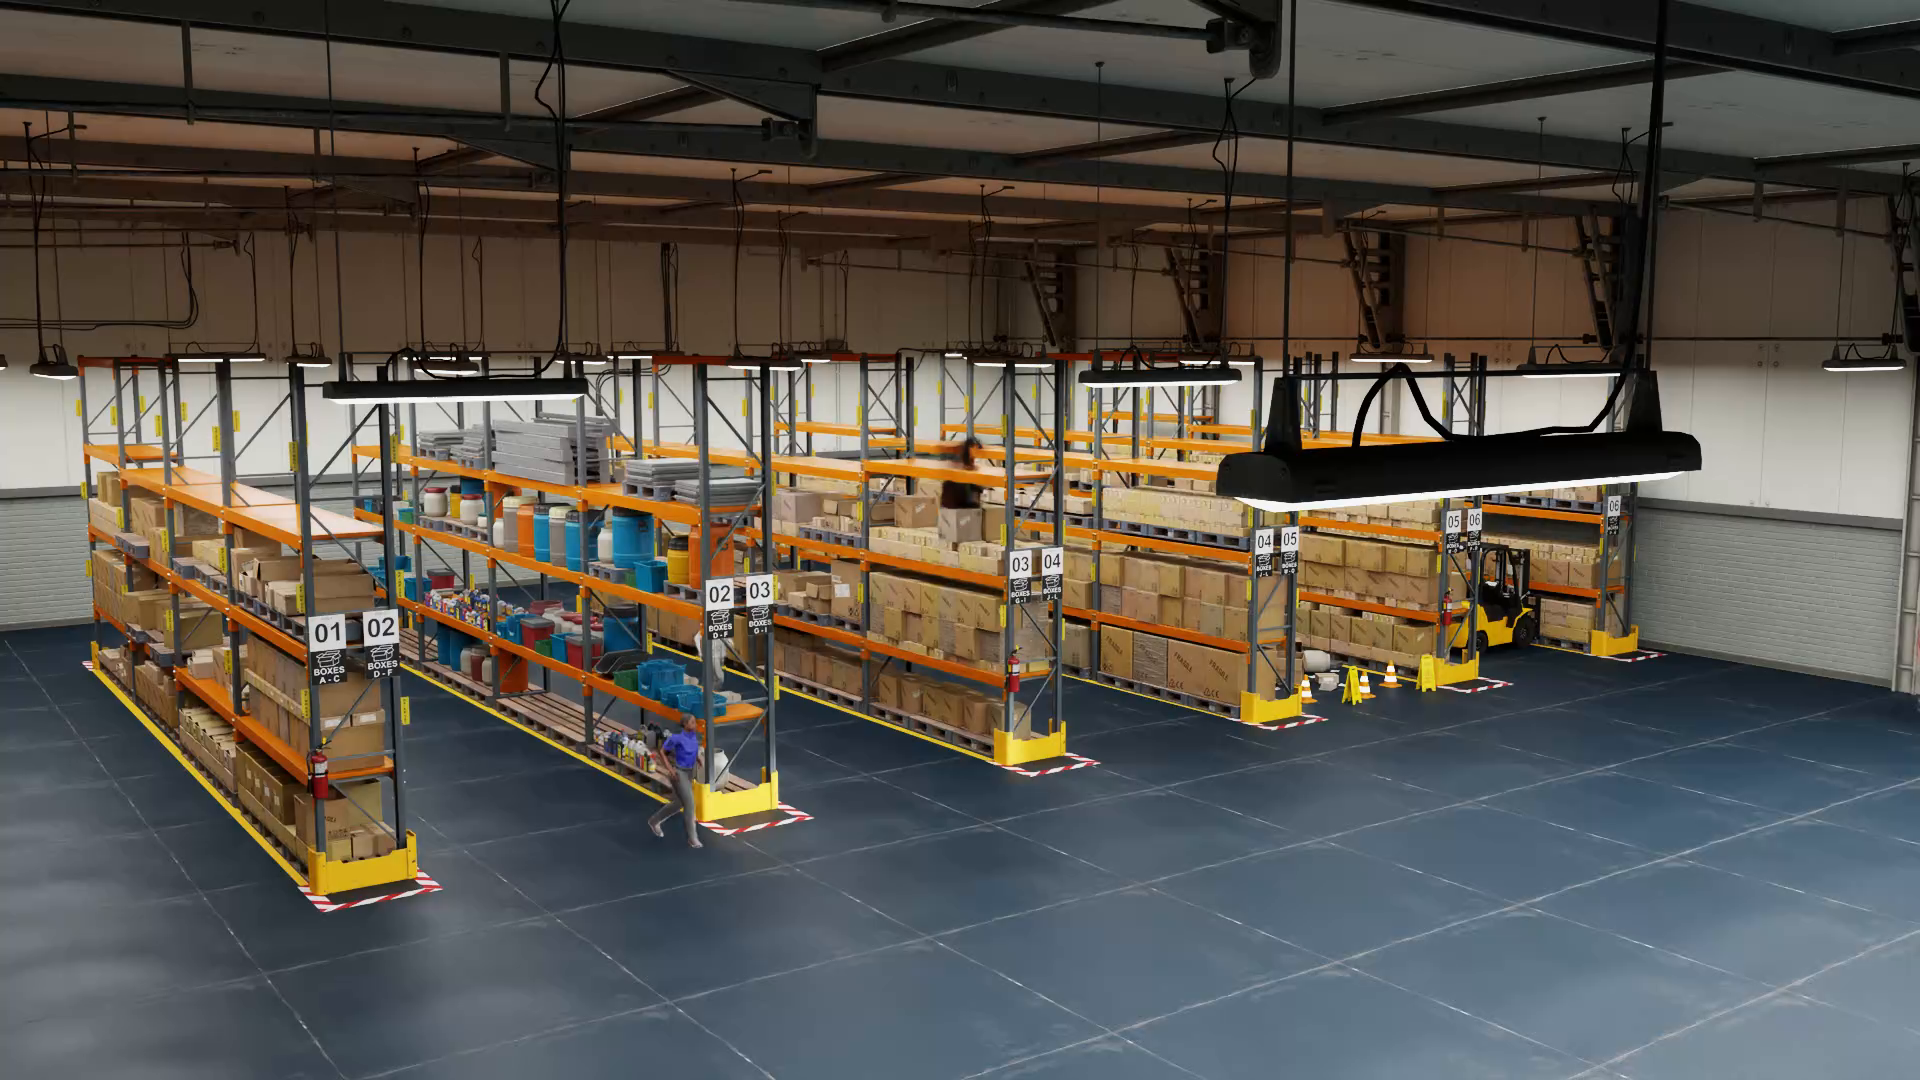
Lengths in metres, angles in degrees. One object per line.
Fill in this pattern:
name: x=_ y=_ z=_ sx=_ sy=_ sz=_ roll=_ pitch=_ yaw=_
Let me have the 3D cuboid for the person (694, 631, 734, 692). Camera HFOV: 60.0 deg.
person: x=-4.177 y=2.045 z=28.529 sx=0.812 sy=1.738 sz=0.573 roll=6 pitch=9 yaw=41

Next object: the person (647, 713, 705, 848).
person: x=-3.517 y=3.063 z=20.992 sx=0.838 sy=1.585 sz=0.601 roll=2 pitch=7 yaw=19

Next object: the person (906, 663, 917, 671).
person: x=-0.783 y=1.717 z=30.996 sx=0.693 sy=1.740 sz=0.654 roll=-5 pitch=8 yaw=-34
